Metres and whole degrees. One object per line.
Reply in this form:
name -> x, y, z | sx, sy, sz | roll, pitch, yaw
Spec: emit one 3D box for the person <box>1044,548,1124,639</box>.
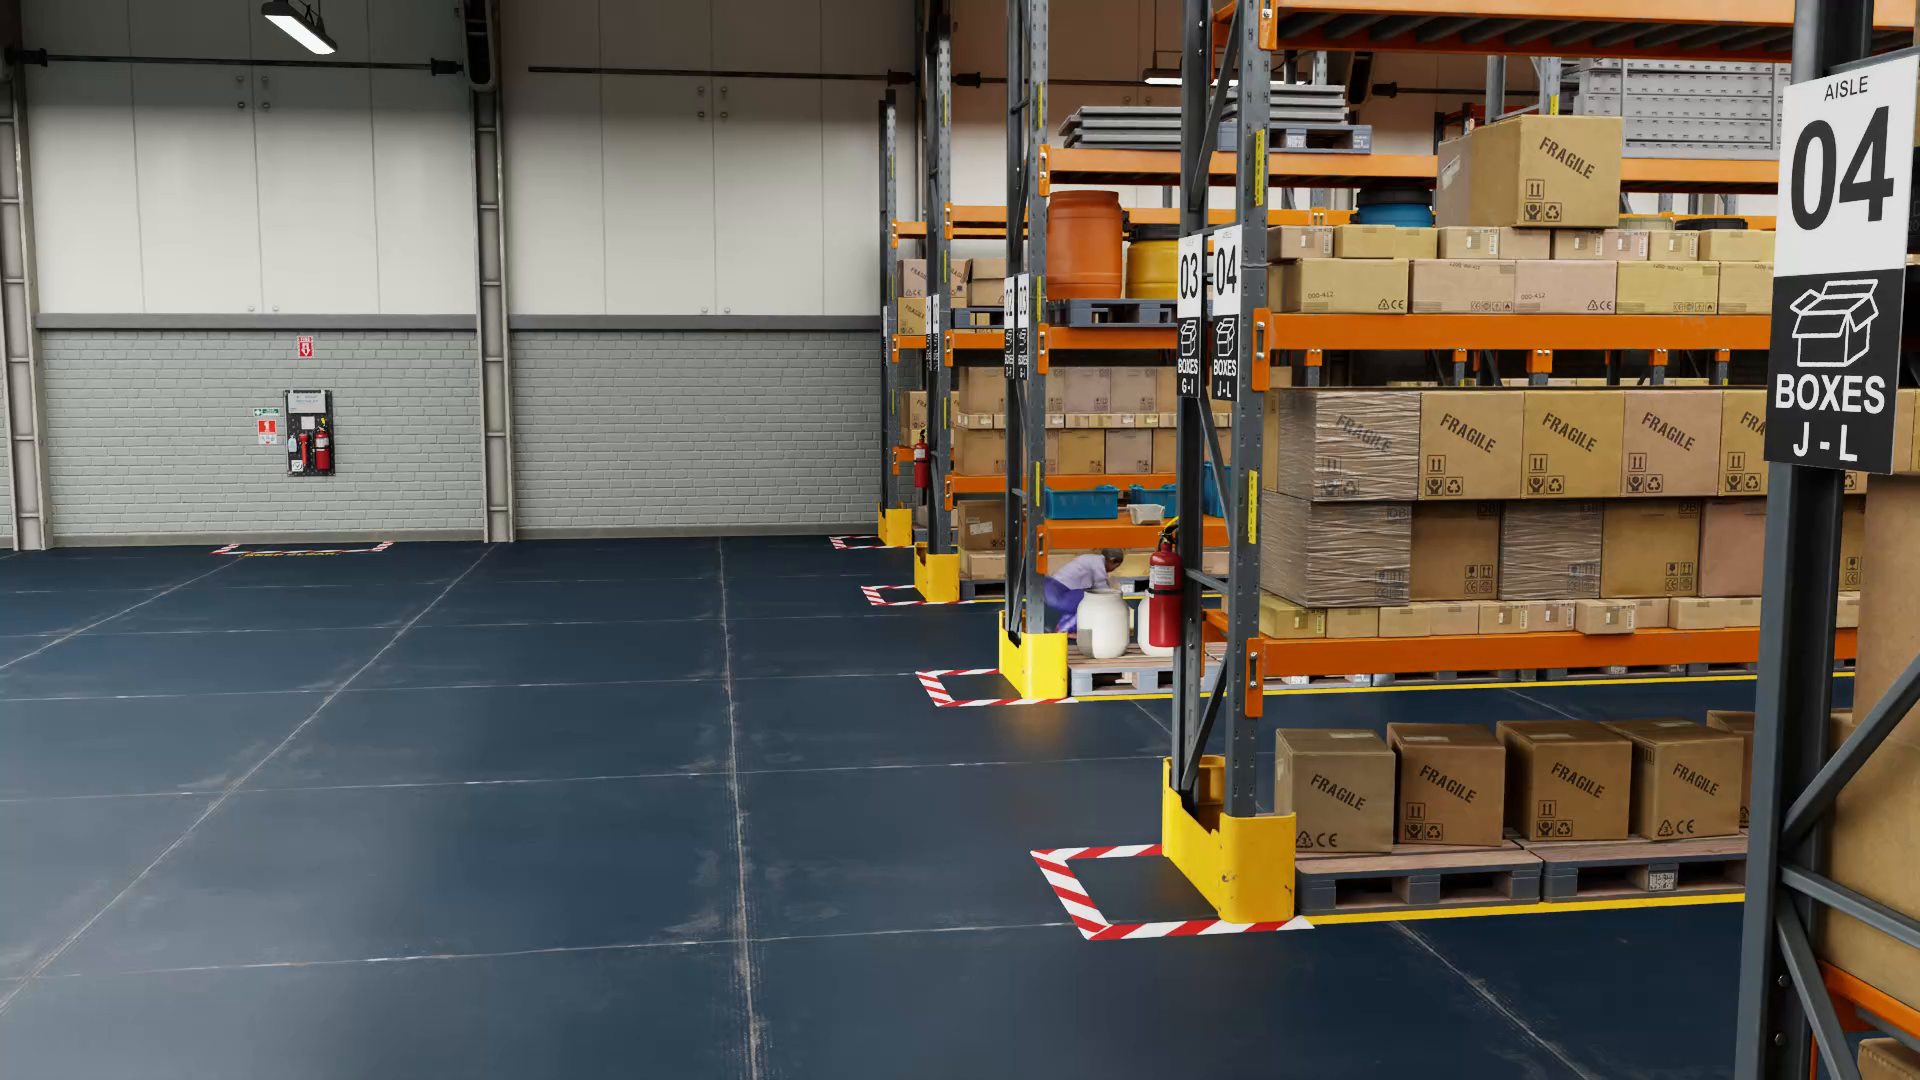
person -> 1.125, 0.485, 15.360 | 0.822, 0.822, 0.520 | -1, 7, -9
